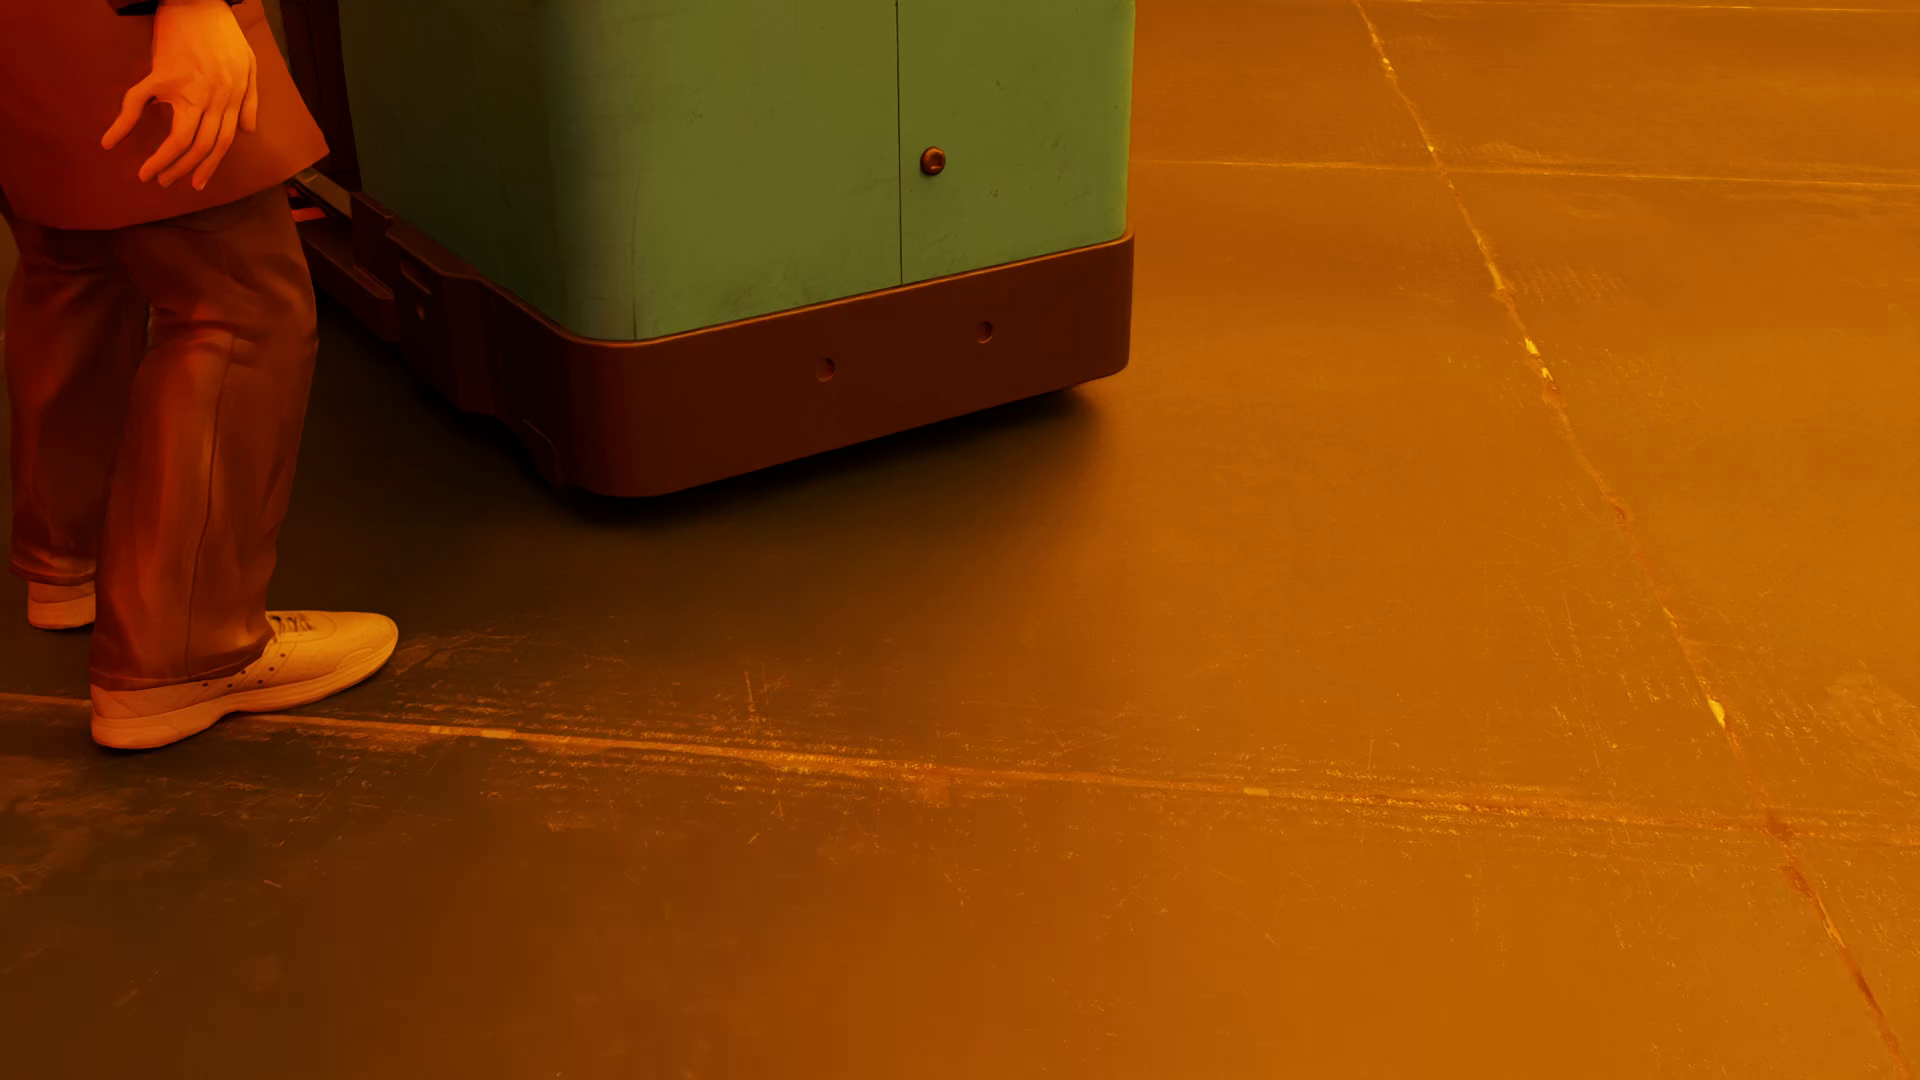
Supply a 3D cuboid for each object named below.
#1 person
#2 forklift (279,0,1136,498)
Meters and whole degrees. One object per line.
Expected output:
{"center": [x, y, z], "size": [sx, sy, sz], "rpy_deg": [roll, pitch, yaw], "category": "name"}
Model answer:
{"center": [-0.965, -0.627, 1.800], "size": [0.849, 1.752, 0.430], "rpy_deg": [20, 33, 34], "category": "person"}
{"center": [-0.956, -1.977, 3.181], "size": [1.130, 2.935, 3.031], "rpy_deg": [-17, 31, -31], "category": "forklift"}
